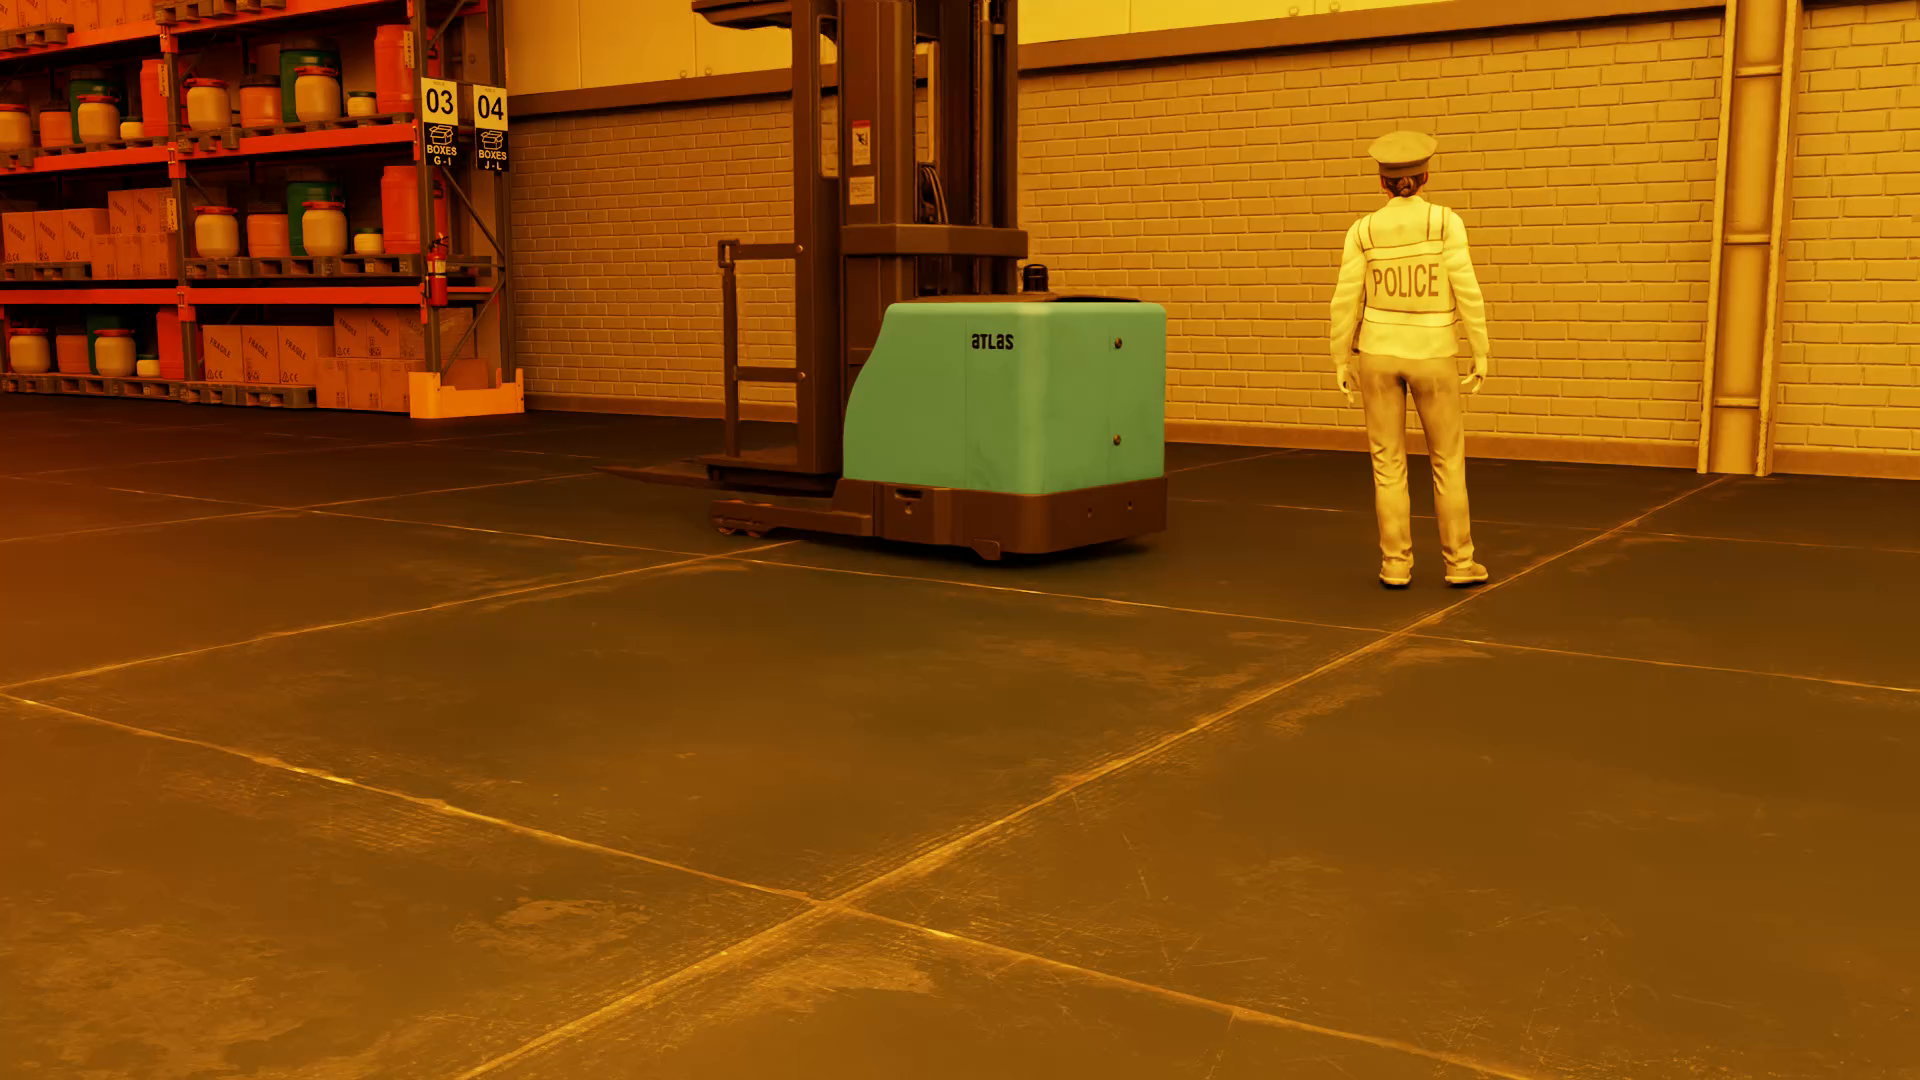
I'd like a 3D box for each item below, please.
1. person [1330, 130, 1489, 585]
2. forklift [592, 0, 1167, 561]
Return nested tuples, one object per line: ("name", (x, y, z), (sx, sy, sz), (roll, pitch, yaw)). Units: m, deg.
("person", (1.701, -0.673, 6.267), (0.588, 1.695, 0.532), (3, 9, 23))
("forklift", (-0.540, -1.509, 7.803), (3.031, 2.935, 1.130), (7, 10, 39))
